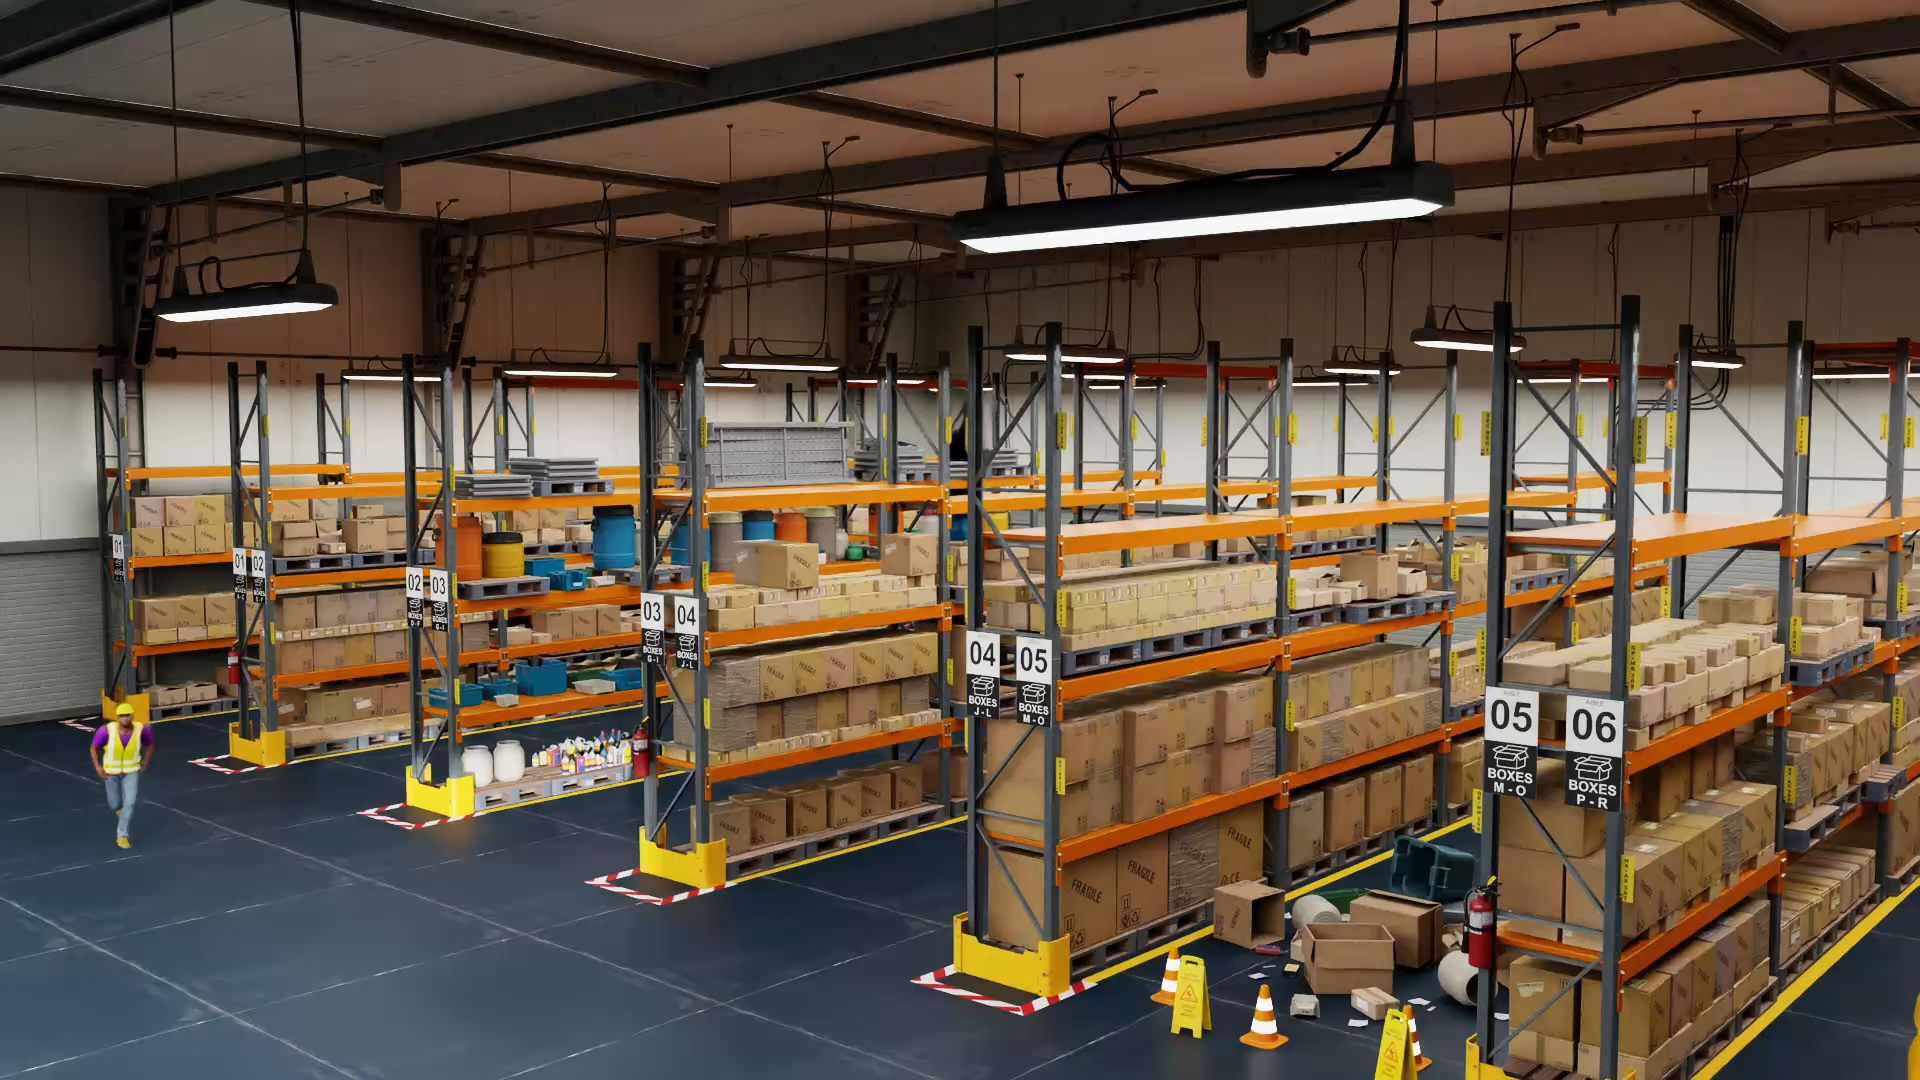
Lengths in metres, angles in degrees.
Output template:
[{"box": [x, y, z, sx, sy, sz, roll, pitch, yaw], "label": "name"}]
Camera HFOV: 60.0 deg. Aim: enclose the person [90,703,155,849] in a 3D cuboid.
[{"box": [-10.212, 2.834, 20.308, 0.710, 1.744, 0.884, -2, 5, -27], "label": "person"}]
